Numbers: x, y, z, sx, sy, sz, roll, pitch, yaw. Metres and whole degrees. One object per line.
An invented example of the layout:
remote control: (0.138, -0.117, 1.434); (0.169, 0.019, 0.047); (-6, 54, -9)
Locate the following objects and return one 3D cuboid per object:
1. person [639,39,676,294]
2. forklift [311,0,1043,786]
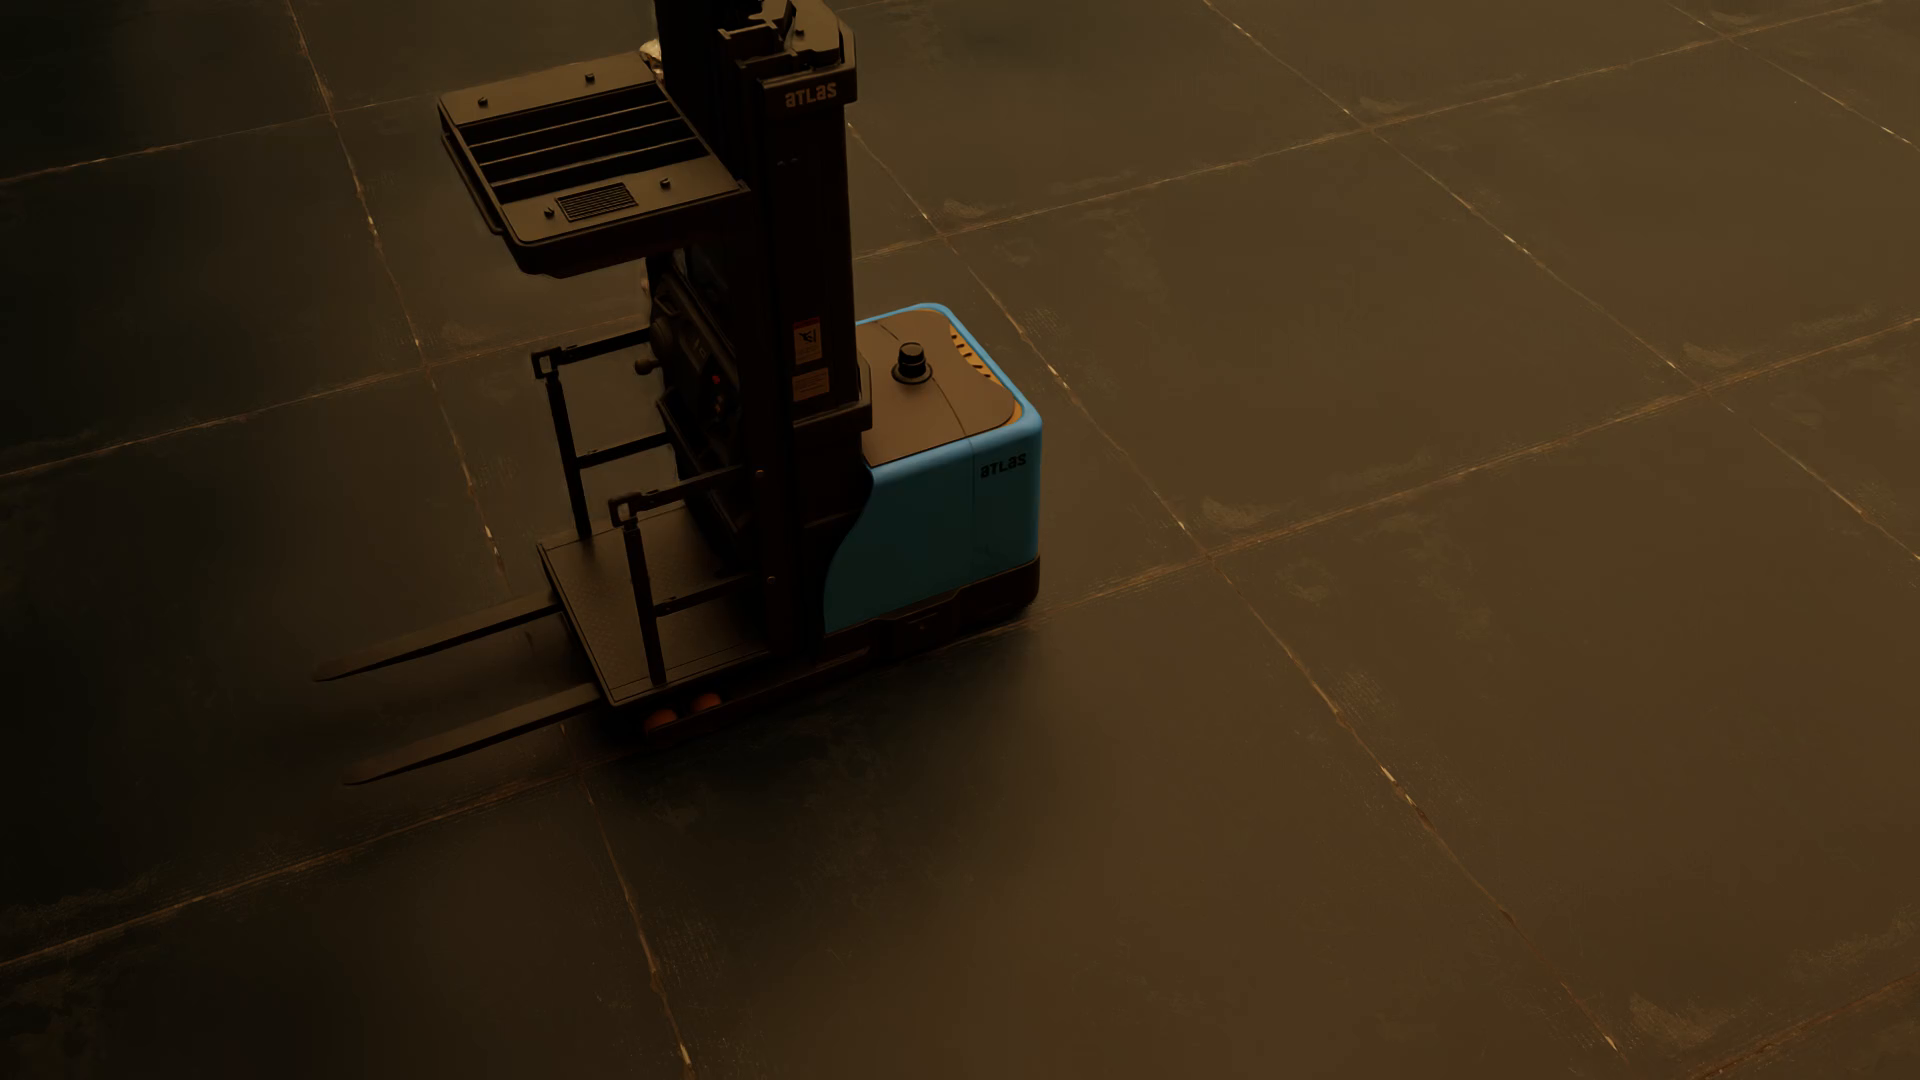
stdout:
person: (-1.452, -1.861, 8.692); (0.821, 1.583, 0.493); (22, 47, 22)
forklift: (-1.198, -0.622, 6.346); (3.031, 2.935, 1.130); (-19, 46, -19)
